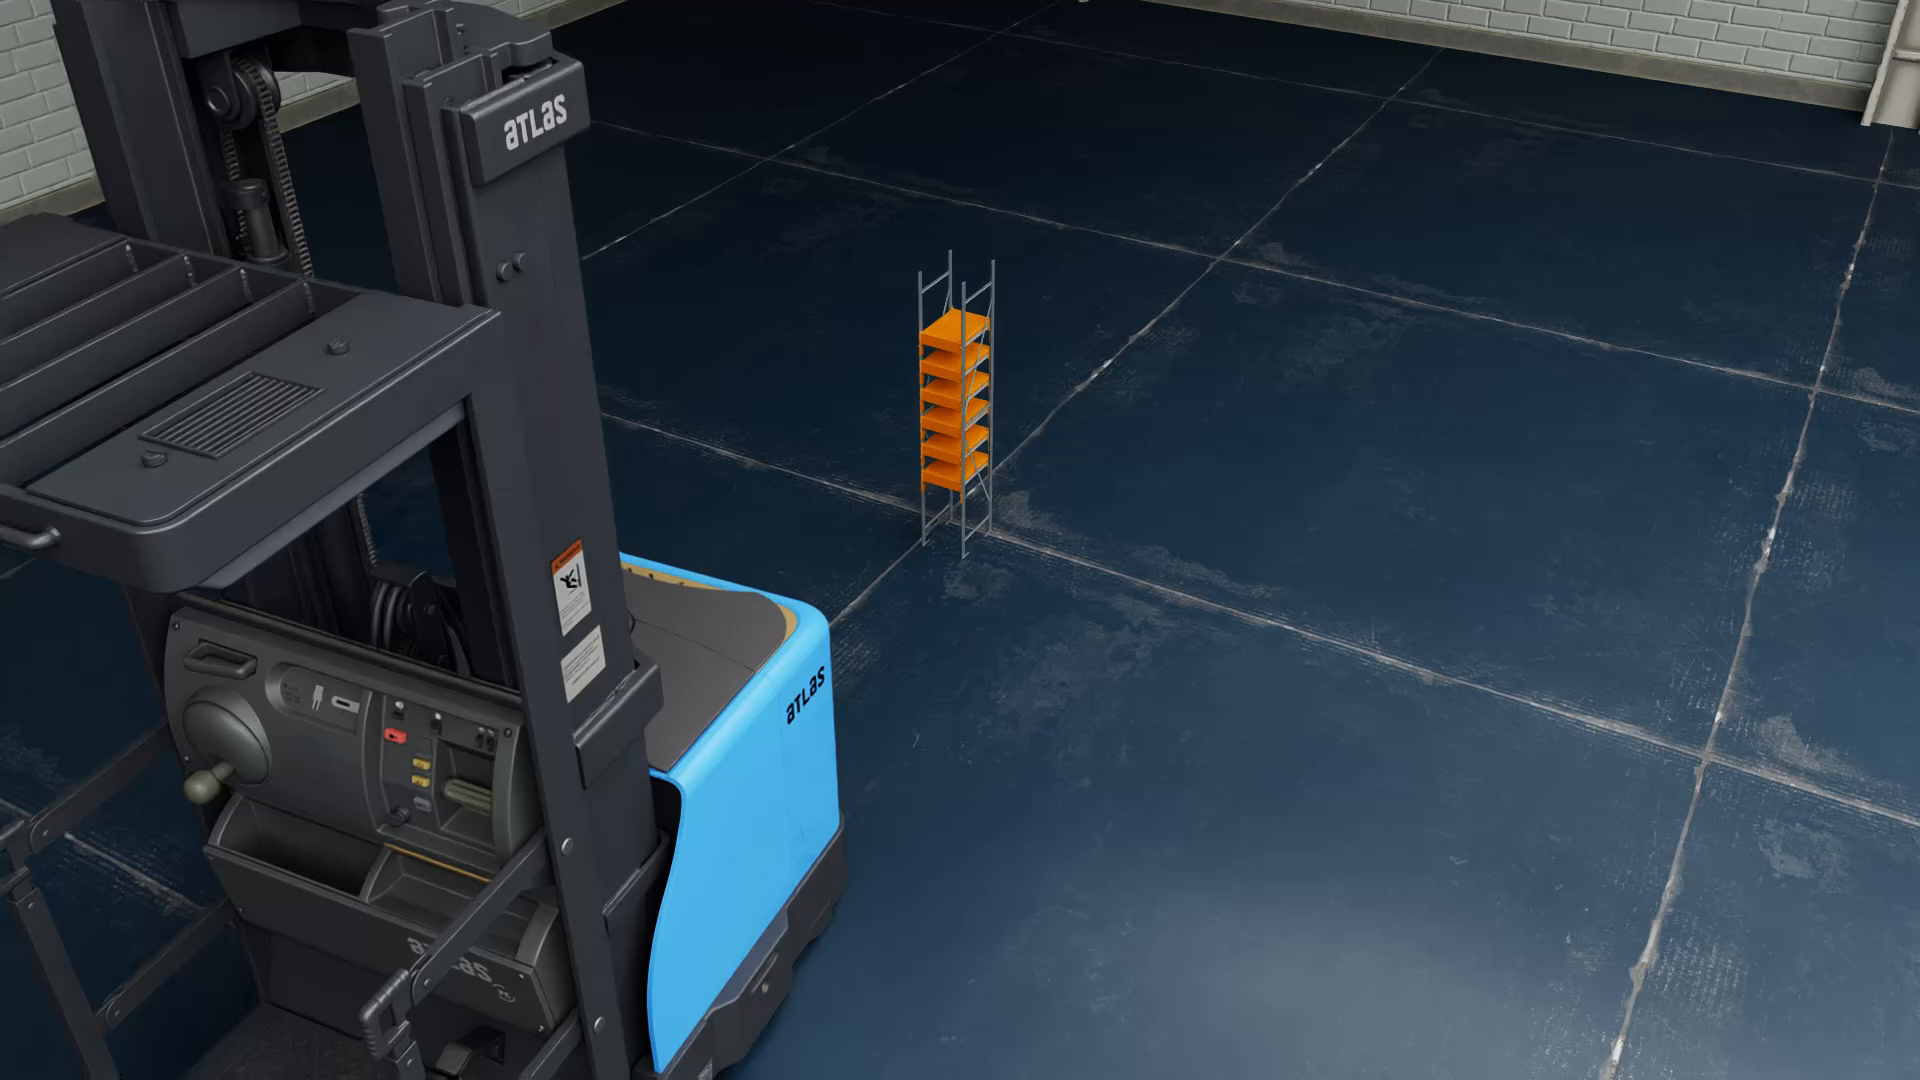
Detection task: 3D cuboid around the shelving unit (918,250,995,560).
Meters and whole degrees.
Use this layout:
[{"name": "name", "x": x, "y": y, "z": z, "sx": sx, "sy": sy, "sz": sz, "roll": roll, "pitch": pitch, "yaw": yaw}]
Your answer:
[{"name": "shelving unit", "x": -0.013, "y": -0.503, "z": 6.423, "sx": 0.189, "sy": 1.200, "sz": 0.258, "roll": 18, "pitch": 37, "yaw": 24}]

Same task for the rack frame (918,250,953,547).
[{"name": "rack frame", "x": -0.092, "y": -0.529, "z": 6.461, "sx": 0.006, "sy": 1.200, "sz": 0.240, "roll": 18, "pitch": 37, "yaw": 24}]

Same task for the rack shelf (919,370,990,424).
[{"name": "rack shelf", "x": -0.013, "y": -0.566, "z": 6.382, "sx": 0.180, "sy": 0.103, "sz": 0.258, "roll": 18, "pitch": 37, "yaw": 24}]

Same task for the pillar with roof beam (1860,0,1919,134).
[{"name": "pillar with roof beam", "x": 3.959, "y": -4.392, "z": 5.226, "sx": 0.400, "sy": 9.000, "sz": 9.100, "roll": 18, "pitch": 37, "yaw": 24}]

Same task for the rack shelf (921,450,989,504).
[{"name": "rack shelf", "x": -0.013, "y": -0.267, "z": 6.581, "sx": 0.180, "sy": 0.103, "sz": 0.258, "roll": 18, "pitch": 37, "yaw": 24}]

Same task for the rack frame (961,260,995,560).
[{"name": "rack frame", "x": 0.067, "y": -0.478, "z": 6.386, "sx": 0.006, "sy": 1.200, "sz": 0.240, "roll": 18, "pitch": 37, "yaw": 24}]

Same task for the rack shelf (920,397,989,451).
[{"name": "rack shelf", "x": -0.013, "y": -0.466, "z": 6.448, "sx": 0.180, "sy": 0.103, "sz": 0.258, "roll": 18, "pitch": 37, "yaw": 24}]

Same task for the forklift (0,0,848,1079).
[{"name": "forklift", "x": -1.404, "y": 0.495, "z": 3.363, "sx": 1.130, "sy": 2.935, "sz": 3.031, "roll": 14, "pitch": 36, "yaw": 20}]

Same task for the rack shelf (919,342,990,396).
[{"name": "rack shelf", "x": -0.013, "y": -0.666, "z": 6.315, "sx": 0.180, "sy": 0.103, "sz": 0.258, "roll": 18, "pitch": 37, "yaw": 24}]

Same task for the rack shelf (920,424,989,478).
[{"name": "rack shelf", "x": -0.013, "y": -0.367, "z": 6.515, "sx": 0.180, "sy": 0.103, "sz": 0.258, "roll": 18, "pitch": 37, "yaw": 24}]

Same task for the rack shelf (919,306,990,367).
[{"name": "rack shelf", "x": -0.013, "y": -0.766, "z": 6.249, "sx": 0.180, "sy": 0.103, "sz": 0.258, "roll": 18, "pitch": 37, "yaw": 24}]

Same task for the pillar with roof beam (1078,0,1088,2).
[{"name": "pillar with roof beam", "x": -1.250, "y": -6.042, "z": 7.704, "sx": 0.400, "sy": 9.000, "sz": 9.100, "roll": 18, "pitch": 37, "yaw": 24}]
